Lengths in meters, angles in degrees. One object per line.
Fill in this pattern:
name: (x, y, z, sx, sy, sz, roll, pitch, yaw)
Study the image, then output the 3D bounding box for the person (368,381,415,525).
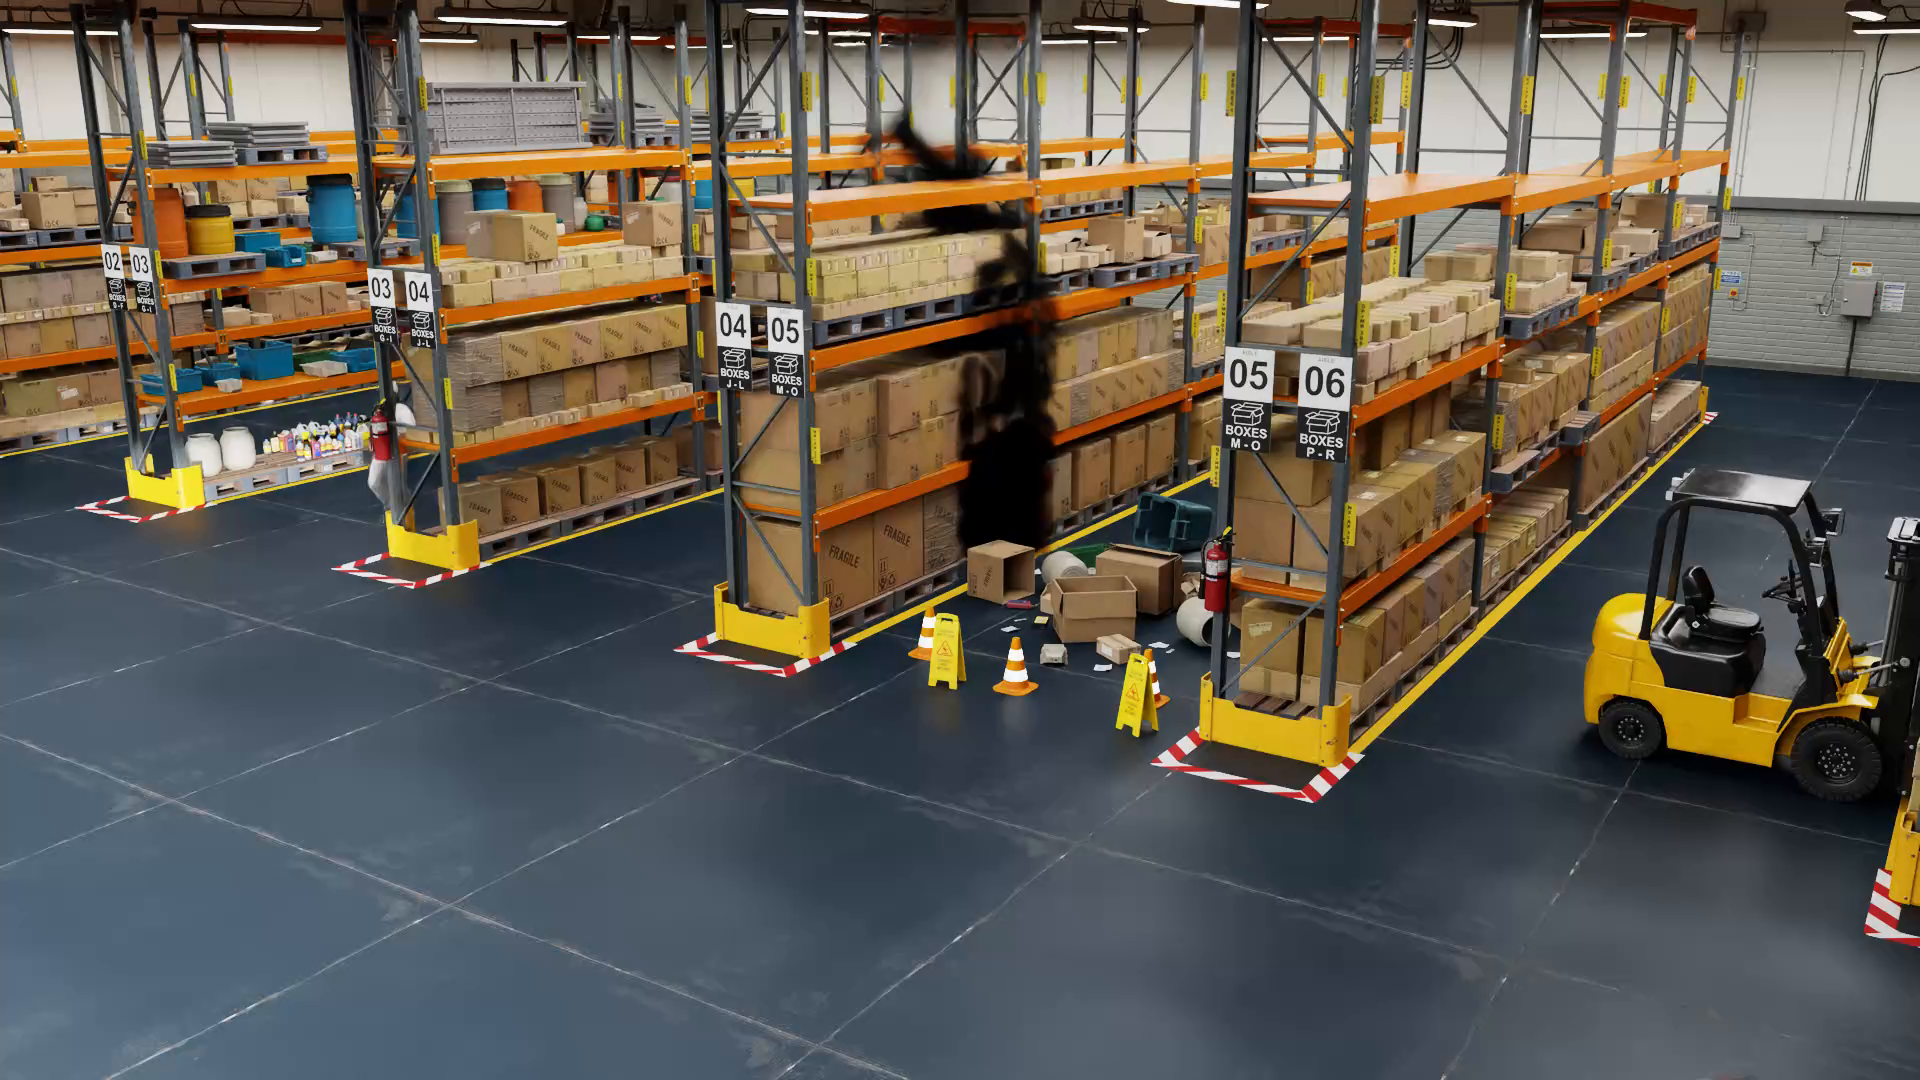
person: (-6.718, -1.019, 19.585, 0.692, 1.741, 0.660, 4, 16, 15)
